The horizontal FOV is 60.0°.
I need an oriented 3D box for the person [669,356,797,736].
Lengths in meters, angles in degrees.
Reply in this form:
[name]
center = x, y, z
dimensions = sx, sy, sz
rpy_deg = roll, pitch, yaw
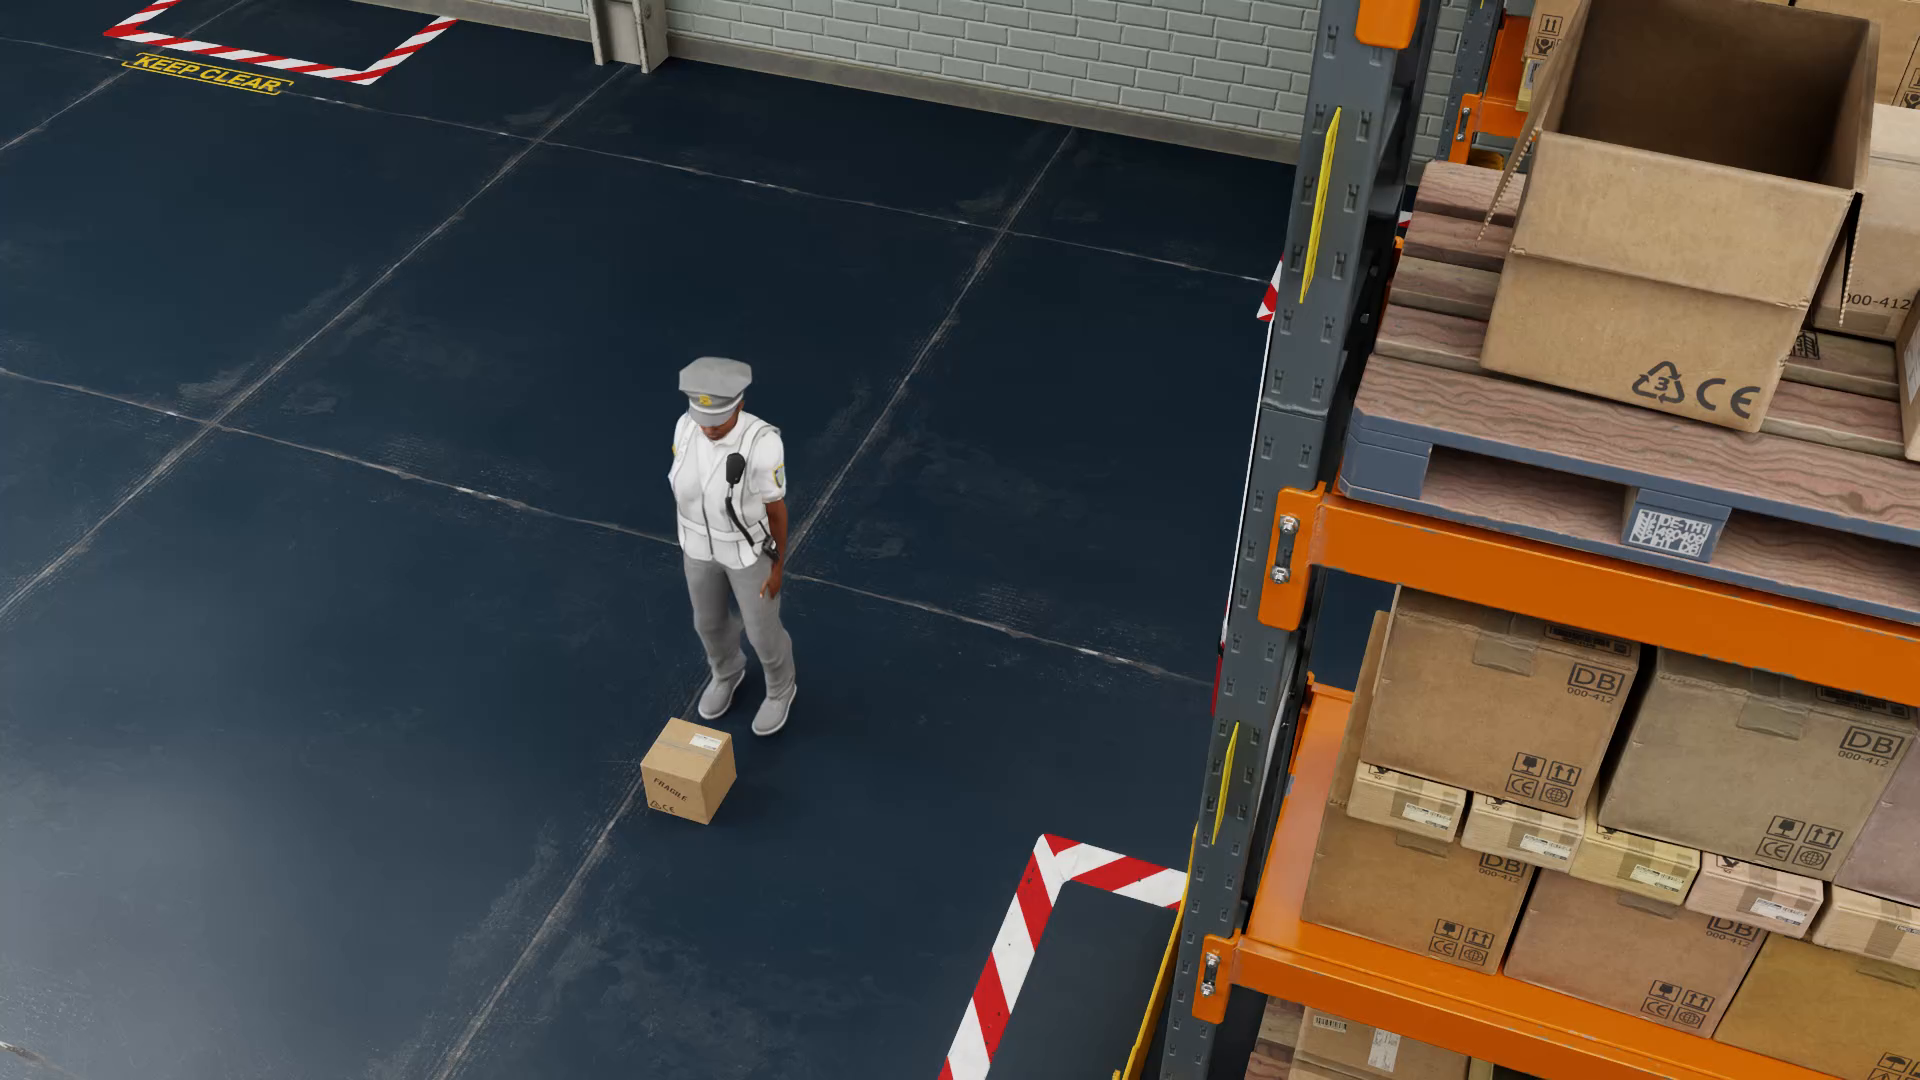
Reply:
[person]
center = -0.825, 0.045, 6.117
dimensions = 0.438, 1.658, 0.340
rpy_deg = 14, 44, 16
